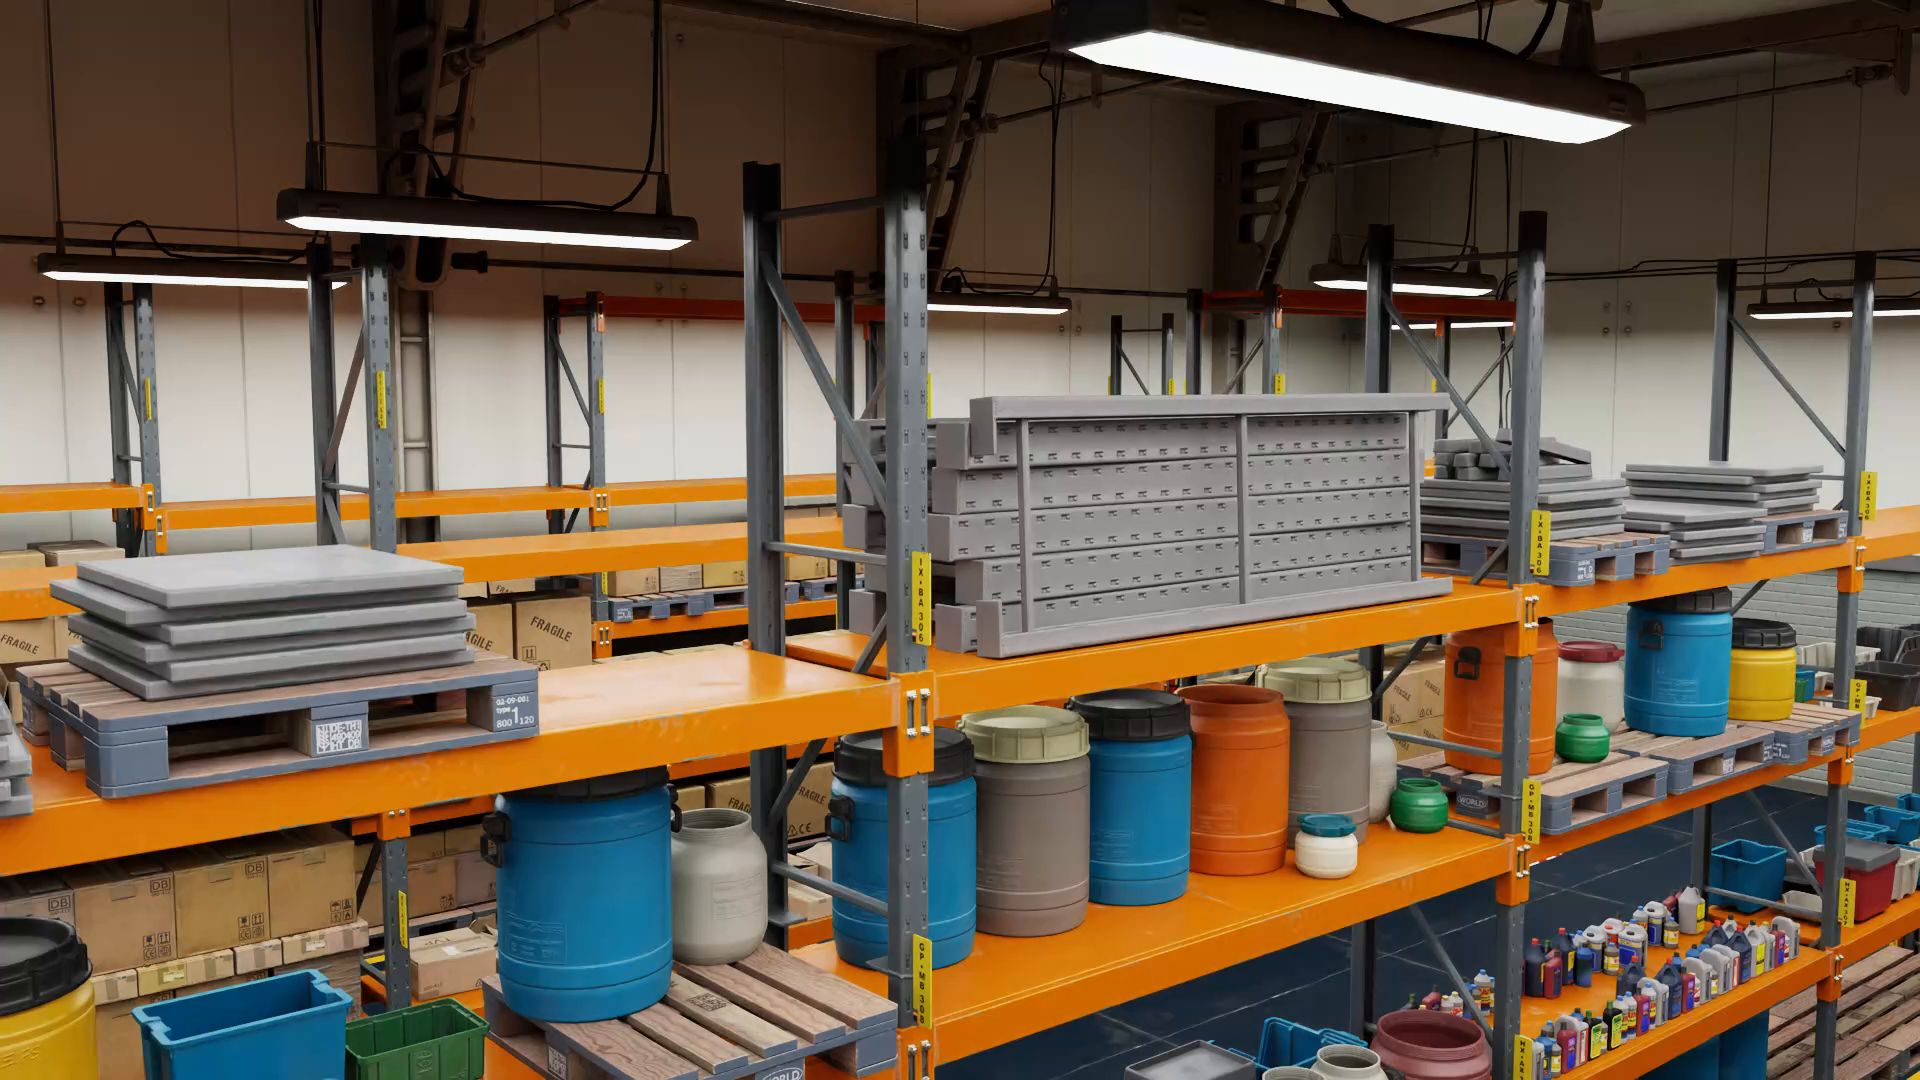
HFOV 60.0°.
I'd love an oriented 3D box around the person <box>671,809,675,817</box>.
[{"bbox_3d":[-2.785,2.819,15.087,0.610,1.772,0.565,0,6,0],"label":"person"}]
